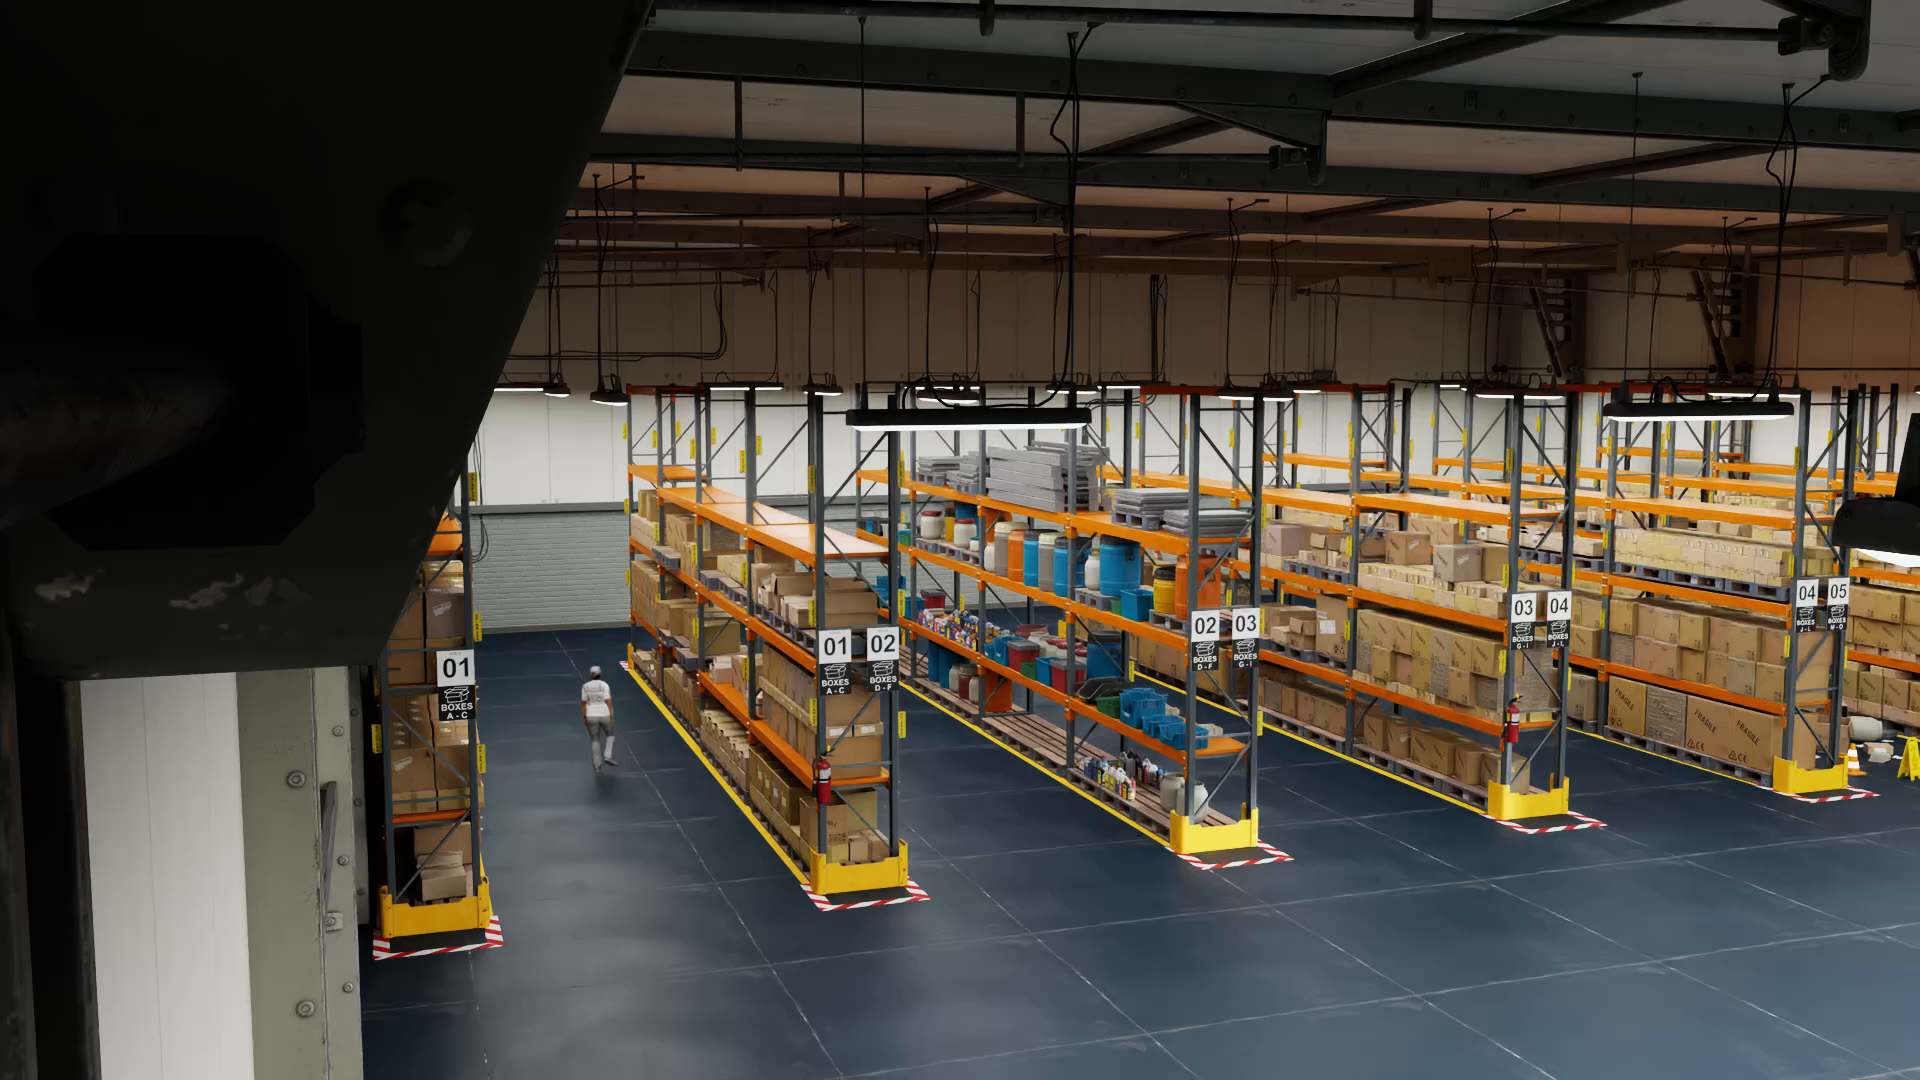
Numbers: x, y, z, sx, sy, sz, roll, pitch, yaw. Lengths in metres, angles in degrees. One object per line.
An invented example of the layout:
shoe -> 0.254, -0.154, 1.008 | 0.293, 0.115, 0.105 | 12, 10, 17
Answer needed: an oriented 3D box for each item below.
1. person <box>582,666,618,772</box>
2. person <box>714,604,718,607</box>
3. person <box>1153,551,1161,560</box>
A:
person -> -5.671, 2.806, 26.154 | 0.546, 1.653, 0.487 | -1, 6, -9
person -> -6.007, 1.414, 39.719 | 0.416, 1.669, 0.508 | -2, 6, -18
person -> 5.098, 1.075, 43.003 | 1.000, 1.628, 0.438 | -5, 7, -38
